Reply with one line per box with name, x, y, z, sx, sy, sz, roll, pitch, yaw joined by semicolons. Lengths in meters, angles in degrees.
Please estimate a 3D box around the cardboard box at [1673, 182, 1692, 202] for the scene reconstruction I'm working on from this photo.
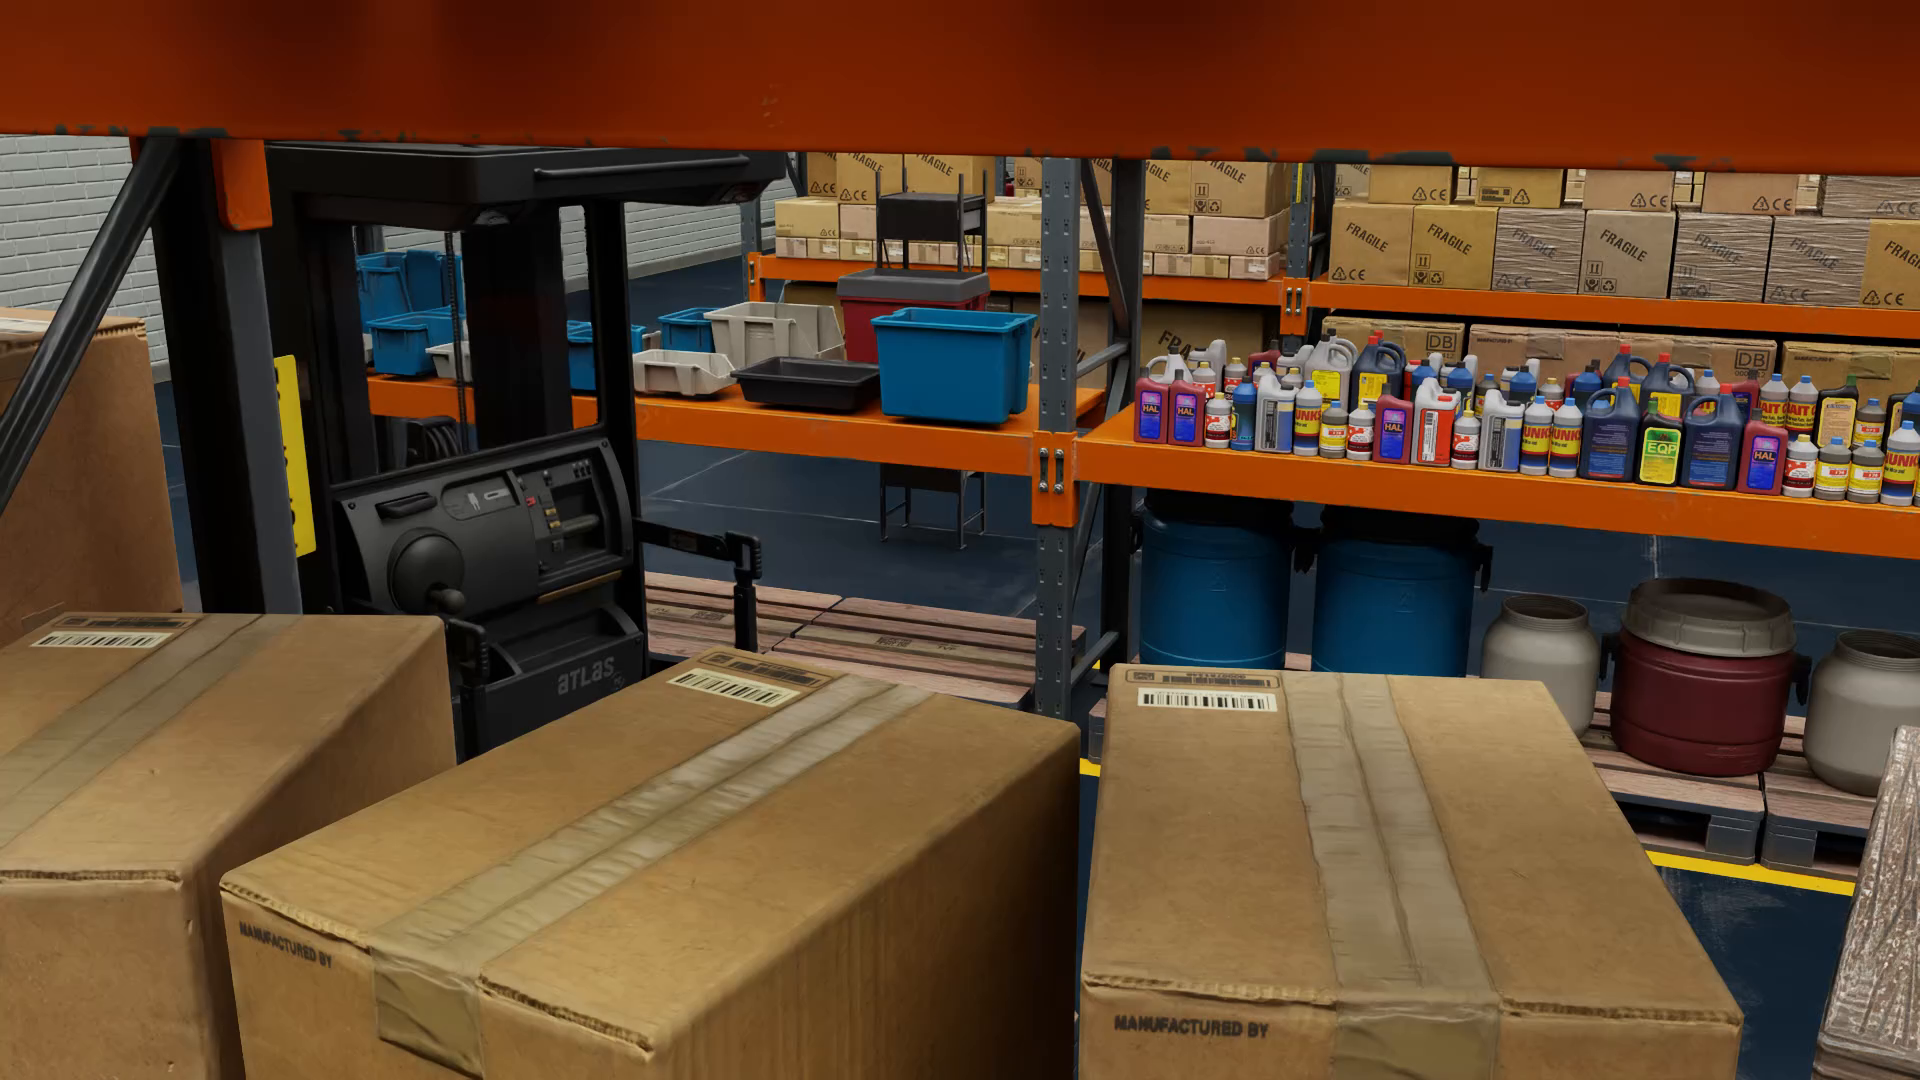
cardboard box;6.172;-3.007;14.348;0.250;0.149;0.380;7;18;22

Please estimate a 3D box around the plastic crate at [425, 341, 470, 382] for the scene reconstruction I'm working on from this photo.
plastic crate;-2.174;-0.788;7.372;0.298;0.136;0.250;6;17;21

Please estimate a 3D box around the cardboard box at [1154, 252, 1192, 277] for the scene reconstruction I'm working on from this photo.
cardboard box;1.474;-1.873;11.197;0.250;0.149;0.380;6;17;20

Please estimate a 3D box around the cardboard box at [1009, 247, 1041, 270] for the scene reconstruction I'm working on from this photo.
cardboard box;0.521;-1.978;11.559;0.250;0.149;0.380;7;17;22

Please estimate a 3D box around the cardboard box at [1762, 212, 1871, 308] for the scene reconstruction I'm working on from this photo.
cardboard box;5.066;-1.673;9.876;0.500;0.500;0.500;6;17;20

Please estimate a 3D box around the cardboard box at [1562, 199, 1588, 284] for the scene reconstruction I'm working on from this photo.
cardboard box;3.838;-1.962;10.873;0.500;0.500;0.500;6;17;20

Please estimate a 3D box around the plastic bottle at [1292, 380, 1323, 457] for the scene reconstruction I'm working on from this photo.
plastic bottle;1.268;-0.446;6.061;0.097;0.271;0.097;0;16;0

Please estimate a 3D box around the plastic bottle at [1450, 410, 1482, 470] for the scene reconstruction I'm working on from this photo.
plastic bottle;1.789;-0.355;5.874;0.097;0.201;0.097;0;16;0

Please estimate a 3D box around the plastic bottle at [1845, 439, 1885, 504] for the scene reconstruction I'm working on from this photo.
plastic bottle;2.959;-0.227;5.430;0.097;0.201;0.097;0;16;0

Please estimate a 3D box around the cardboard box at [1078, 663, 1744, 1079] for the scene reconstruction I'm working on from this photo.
cardboard box;0.384;0.489;1.677;0.500;0.500;0.700;2;16;7

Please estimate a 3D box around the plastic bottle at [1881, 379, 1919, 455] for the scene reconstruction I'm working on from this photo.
plastic bottle;3.438;-0.446;6.040;0.133;0.283;0.061;6;17;21

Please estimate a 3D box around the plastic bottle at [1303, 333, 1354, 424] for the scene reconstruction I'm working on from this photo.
plastic bottle;1.461;-0.640;6.588;0.185;0.351;0.144;6;17;21

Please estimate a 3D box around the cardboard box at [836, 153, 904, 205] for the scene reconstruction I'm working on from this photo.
cardboard box;-0.552;-2.665;11.864;0.500;0.500;0.500;6;17;19

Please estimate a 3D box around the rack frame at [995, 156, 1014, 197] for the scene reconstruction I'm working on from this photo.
rack frame;0.549;-3.680;16.971;0.127;3.000;1.000;6;17;21

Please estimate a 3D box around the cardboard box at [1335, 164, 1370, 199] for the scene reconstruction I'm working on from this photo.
cardboard box;3.717;-3.438;15.424;0.500;0.500;0.500;6;17;21

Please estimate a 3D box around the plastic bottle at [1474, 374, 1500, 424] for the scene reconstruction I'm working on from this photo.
plastic bottle;2.076;-0.551;6.548;0.097;0.201;0.097;0;16;0

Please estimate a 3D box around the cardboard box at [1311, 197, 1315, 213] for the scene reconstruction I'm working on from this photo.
cardboard box;3.412;-3.160;15.629;0.250;0.149;0.380;7;18;23

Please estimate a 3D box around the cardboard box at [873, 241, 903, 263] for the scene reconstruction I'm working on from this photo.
cardboard box;-0.435;-2.083;11.921;0.250;0.149;0.380;6;17;20

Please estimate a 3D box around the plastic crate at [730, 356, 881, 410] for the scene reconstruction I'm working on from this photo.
plastic crate;-0.601;-0.652;6.925;0.590;0.125;0.437;6;17;21

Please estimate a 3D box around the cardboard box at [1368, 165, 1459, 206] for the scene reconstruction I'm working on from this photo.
cardboard box;2.954;-2.462;10.794;0.637;0.503;0.797;6;17;19

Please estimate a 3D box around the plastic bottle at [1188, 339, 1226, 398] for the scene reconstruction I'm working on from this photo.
plastic bottle;1.024;-0.695;6.908;0.135;0.276;0.152;6;17;21

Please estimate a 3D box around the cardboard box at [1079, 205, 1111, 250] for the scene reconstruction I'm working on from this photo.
cardboard box;0.892;-2.148;11.426;0.500;0.250;0.500;7;17;22

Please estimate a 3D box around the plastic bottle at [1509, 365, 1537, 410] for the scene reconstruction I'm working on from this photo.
plastic bottle;2.146;-0.532;6.355;0.097;0.271;0.097;0;16;0

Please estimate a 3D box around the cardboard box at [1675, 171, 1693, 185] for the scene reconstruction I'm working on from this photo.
cardboard box;6.164;-3.150;14.307;0.250;0.149;0.380;7;18;22

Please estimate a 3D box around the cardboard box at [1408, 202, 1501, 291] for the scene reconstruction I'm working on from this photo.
cardboard box;3.161;-1.880;10.590;0.500;0.500;0.500;6;17;21

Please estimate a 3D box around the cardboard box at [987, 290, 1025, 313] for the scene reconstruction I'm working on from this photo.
cardboard box;0.107;-1.448;12.338;0.875;0.875;0.875;6;17;21

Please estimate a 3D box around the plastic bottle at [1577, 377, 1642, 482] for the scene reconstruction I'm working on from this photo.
plastic bottle;2.235;-0.385;5.708;0.185;0.351;0.144;6;17;21

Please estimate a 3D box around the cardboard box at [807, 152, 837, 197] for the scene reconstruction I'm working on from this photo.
cardboard box;-0.815;-2.854;12.513;0.500;0.500;0.500;7;17;21

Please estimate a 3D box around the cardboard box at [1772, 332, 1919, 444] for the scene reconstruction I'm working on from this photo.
cardboard box;5.443;-0.843;10.256;0.875;0.875;1.225;5;17;18

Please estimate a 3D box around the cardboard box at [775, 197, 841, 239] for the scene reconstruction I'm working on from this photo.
cardboard box;-1.017;-2.356;12.144;0.500;0.250;0.500;6;17;19

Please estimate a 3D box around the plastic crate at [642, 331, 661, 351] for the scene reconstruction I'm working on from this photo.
plastic crate;-1.542;-0.904;7.774;0.250;0.136;0.298;6;17;21

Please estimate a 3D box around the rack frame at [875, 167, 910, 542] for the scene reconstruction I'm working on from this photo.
rack frame;-0.381;-1.050;9.525;0.015;2.100;0.400;6;17;21

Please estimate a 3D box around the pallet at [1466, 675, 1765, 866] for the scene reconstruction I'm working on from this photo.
pallet;2.380;0.843;6.392;1.213;0.211;1.003;6;17;21

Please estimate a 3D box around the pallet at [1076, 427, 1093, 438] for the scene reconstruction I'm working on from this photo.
pallet;0.539;-0.878;12.321;1.213;0.211;1.003;6;17;21

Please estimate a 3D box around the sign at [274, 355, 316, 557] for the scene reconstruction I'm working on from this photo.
sign;-1.082;-0.127;2.653;0.005;0.325;0.100;6;17;21

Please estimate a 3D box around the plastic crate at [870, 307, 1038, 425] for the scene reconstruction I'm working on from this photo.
plastic crate;-0.020;-0.691;6.595;0.575;0.384;0.392;6;17;21

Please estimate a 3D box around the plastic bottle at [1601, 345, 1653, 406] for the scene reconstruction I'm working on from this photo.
plastic bottle;2.539;-0.565;6.328;0.185;0.351;0.144;6;17;21

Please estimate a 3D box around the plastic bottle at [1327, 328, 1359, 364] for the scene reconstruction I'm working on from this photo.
plastic bottle;1.514;-0.678;6.716;0.185;0.351;0.144;6;17;21

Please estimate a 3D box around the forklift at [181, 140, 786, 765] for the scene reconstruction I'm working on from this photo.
forklift;-1.140;-0.050;4.588;3.031;2.935;1.130;11;20;34

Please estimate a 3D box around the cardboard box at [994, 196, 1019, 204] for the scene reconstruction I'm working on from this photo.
cardboard box;0.129;-2.390;12.263;0.500;0.250;0.500;6;17;19

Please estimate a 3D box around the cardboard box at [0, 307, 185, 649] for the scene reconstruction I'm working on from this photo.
cardboard box;-1.617;-0.076;2.581;0.500;0.500;0.500;7;18;22

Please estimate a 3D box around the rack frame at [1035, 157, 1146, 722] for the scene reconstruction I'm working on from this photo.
rack frame;0.539;-0.711;6.741;0.127;3.000;1.000;6;17;21

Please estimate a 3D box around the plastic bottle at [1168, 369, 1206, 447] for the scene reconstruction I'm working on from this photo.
plastic bottle;0.848;-0.493;6.200;0.133;0.283;0.061;6;17;21

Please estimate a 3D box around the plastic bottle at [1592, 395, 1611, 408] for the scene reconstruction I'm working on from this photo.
plastic bottle;2.239;-0.383;5.842;0.097;0.271;0.097;0;16;0

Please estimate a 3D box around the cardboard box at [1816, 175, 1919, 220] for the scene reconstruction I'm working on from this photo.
cardboard box;5.403;-2.195;9.875;0.637;0.503;0.797;7;18;23

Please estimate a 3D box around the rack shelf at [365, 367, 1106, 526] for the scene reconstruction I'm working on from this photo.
rack shelf;-1.321;-0.570;7.546;4.000;0.370;1.077;6;17;21

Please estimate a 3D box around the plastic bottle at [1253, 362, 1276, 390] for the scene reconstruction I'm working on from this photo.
plastic bottle;1.244;-0.624;6.801;0.097;0.201;0.097;0;16;0

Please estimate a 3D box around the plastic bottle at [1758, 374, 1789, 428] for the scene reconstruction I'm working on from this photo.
plastic bottle;3.019;-0.481;6.182;0.097;0.271;0.097;0;16;0

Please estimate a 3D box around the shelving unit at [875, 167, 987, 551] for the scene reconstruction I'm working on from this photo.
shelving unit;-0.154;-1.025;9.439;0.503;2.100;0.431;6;17;21

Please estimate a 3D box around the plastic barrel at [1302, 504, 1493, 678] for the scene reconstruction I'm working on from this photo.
plastic barrel;1.698;0.228;6.519;0.708;0.901;0.600;6;17;21
